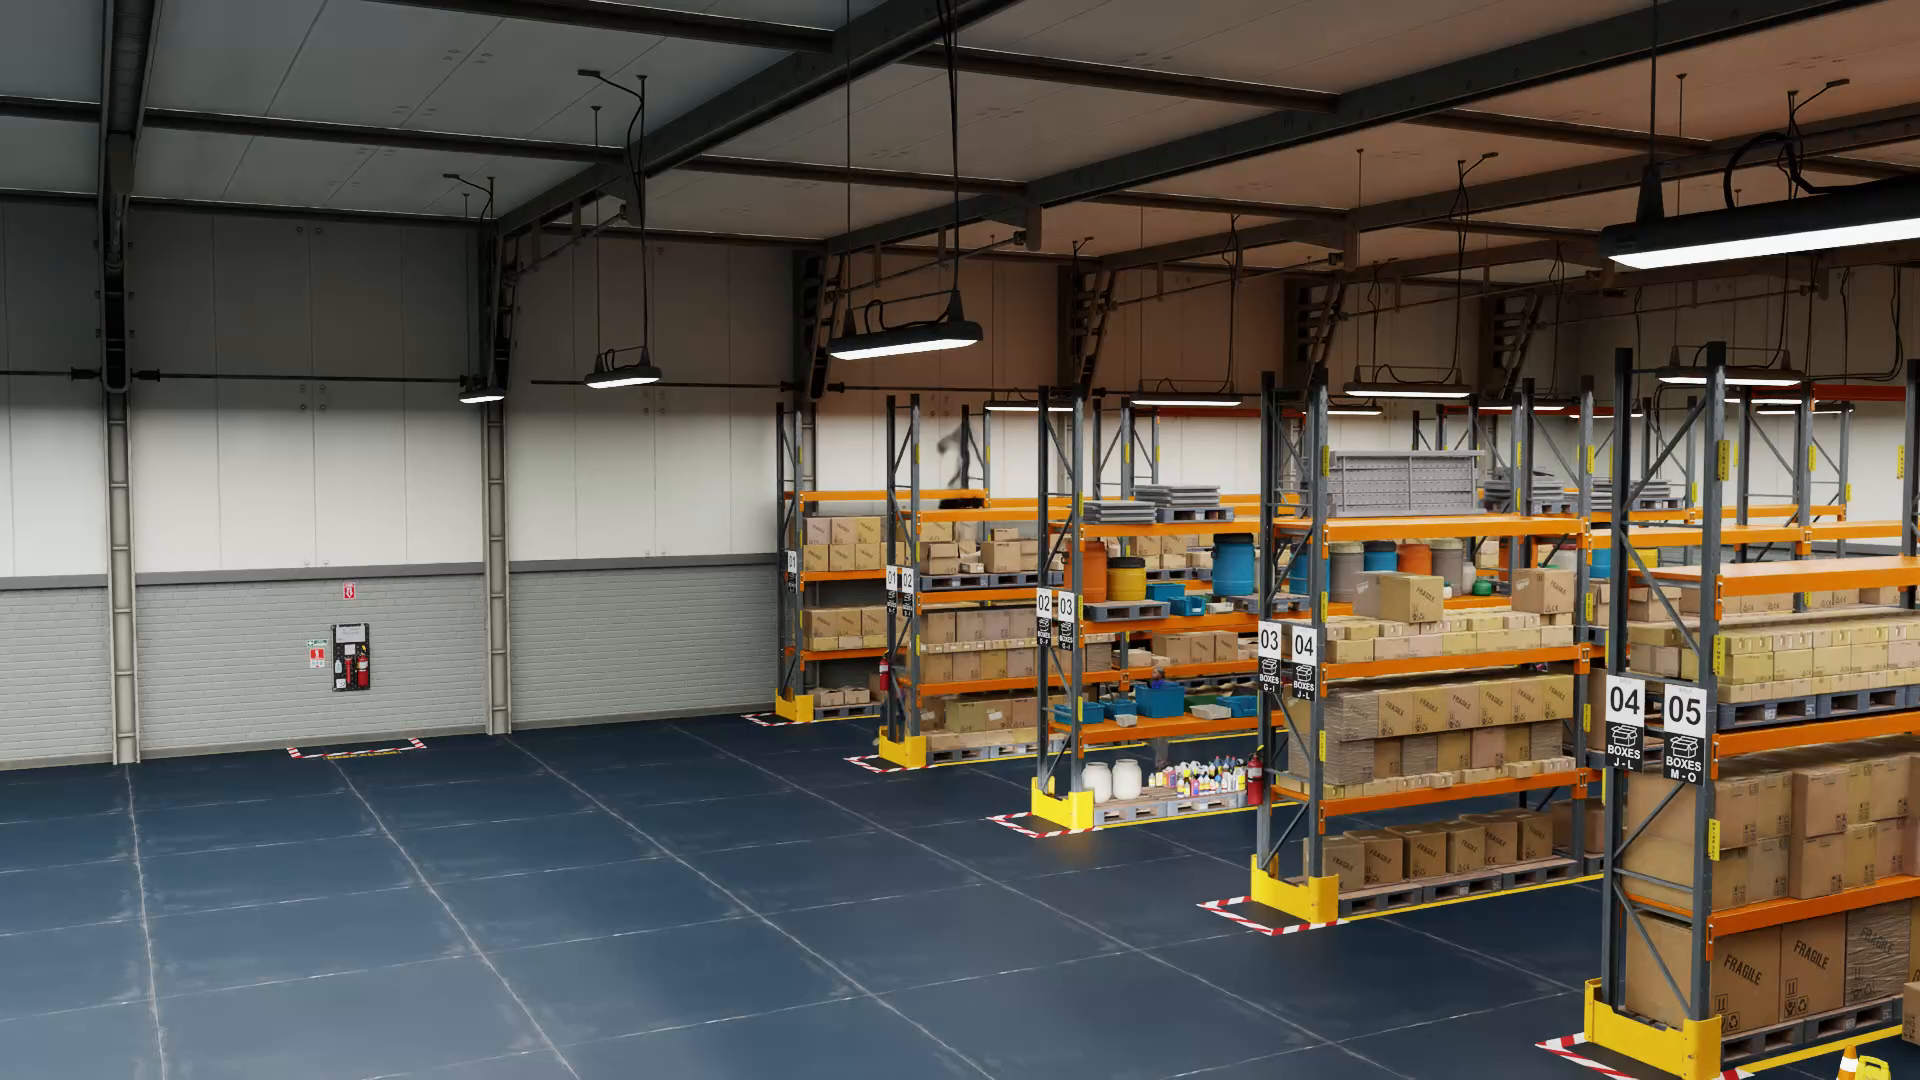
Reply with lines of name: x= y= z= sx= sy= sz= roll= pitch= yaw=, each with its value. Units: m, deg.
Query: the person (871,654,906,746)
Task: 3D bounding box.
person: x=-1.070 y=2.745 z=28.851 sx=1.036 sy=1.606 sz=0.494 roll=-2 pitch=4 yaw=-37

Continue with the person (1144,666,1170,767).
person: x=3.166 y=2.841 z=26.710 sx=0.574 sy=1.621 sz=0.560 roll=-2 pitch=4 yaw=-34
